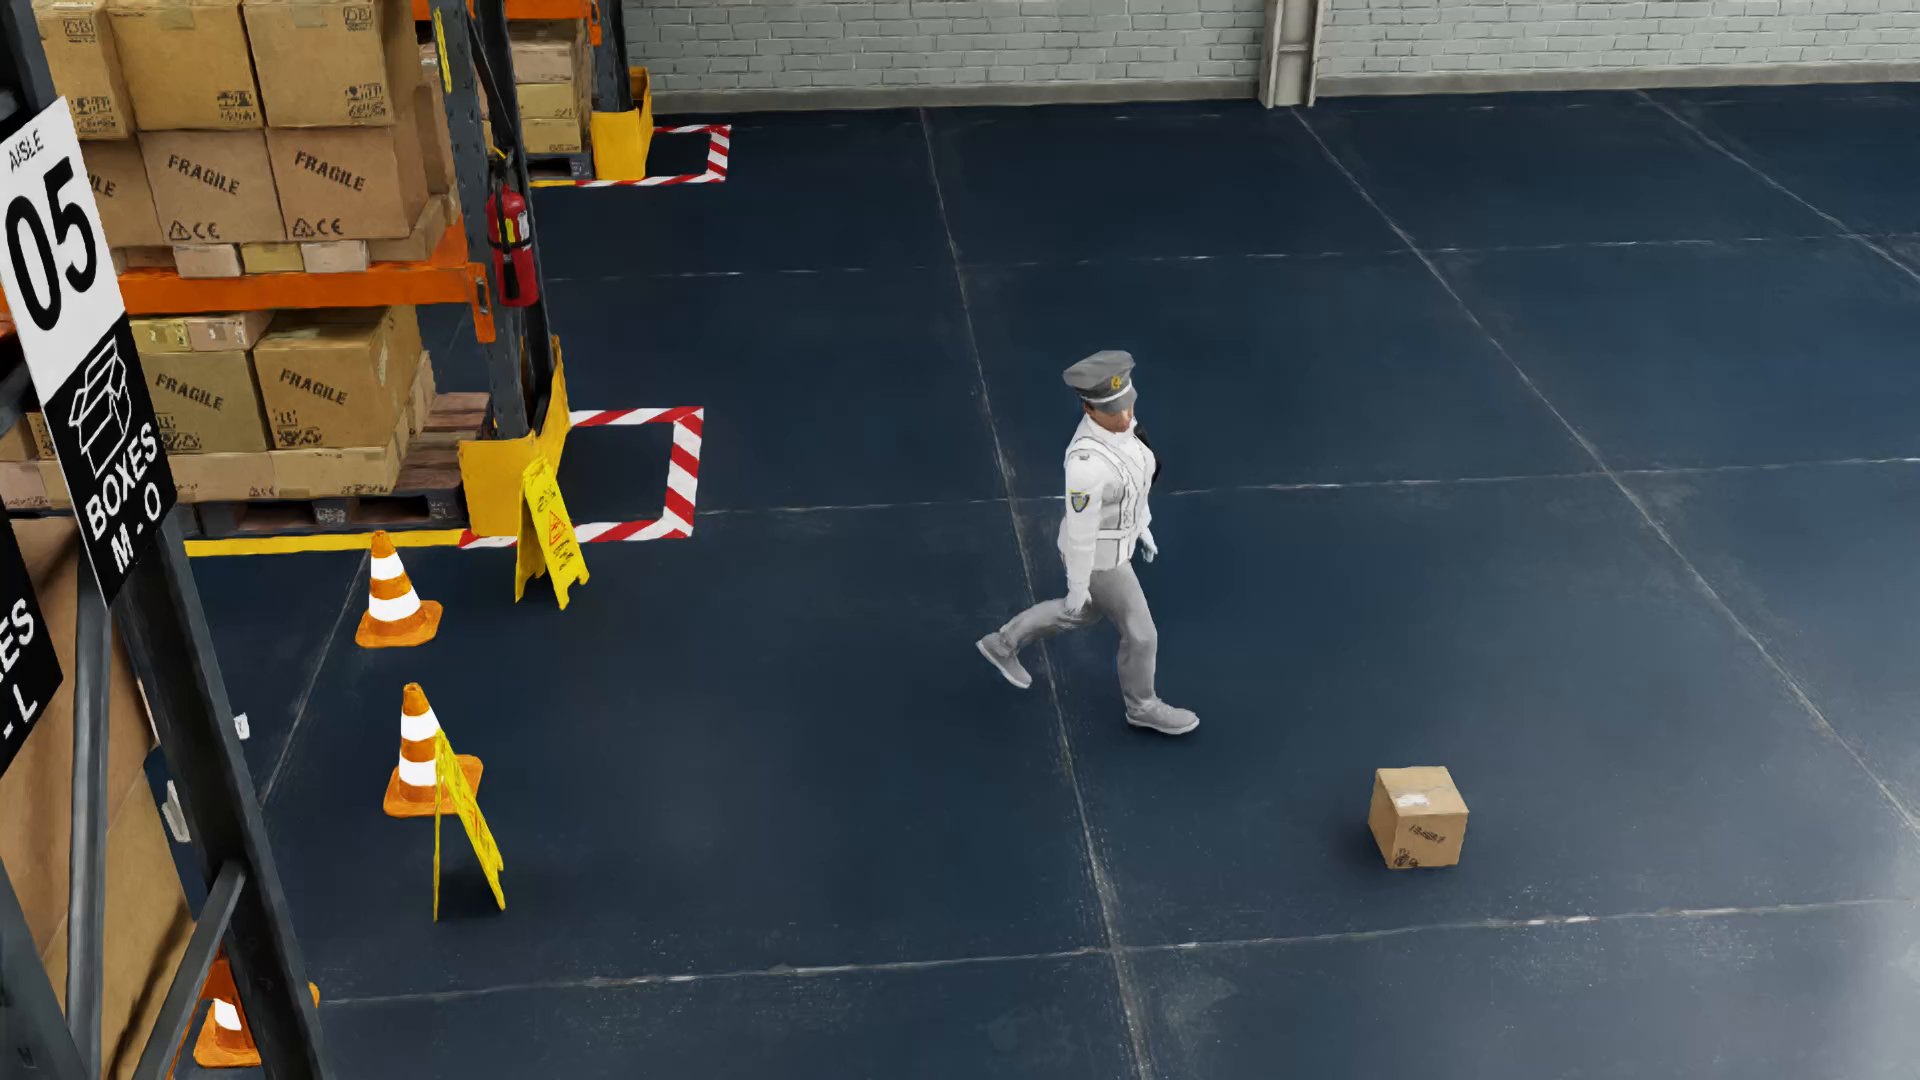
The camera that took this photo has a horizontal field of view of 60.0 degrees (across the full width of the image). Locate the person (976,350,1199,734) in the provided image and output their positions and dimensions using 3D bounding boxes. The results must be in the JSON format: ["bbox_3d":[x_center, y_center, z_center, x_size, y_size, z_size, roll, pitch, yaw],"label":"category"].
[{"bbox_3d":[0.476,0.034,6.083,0.890,1.619,0.483,8,32,12],"label":"person"}]
